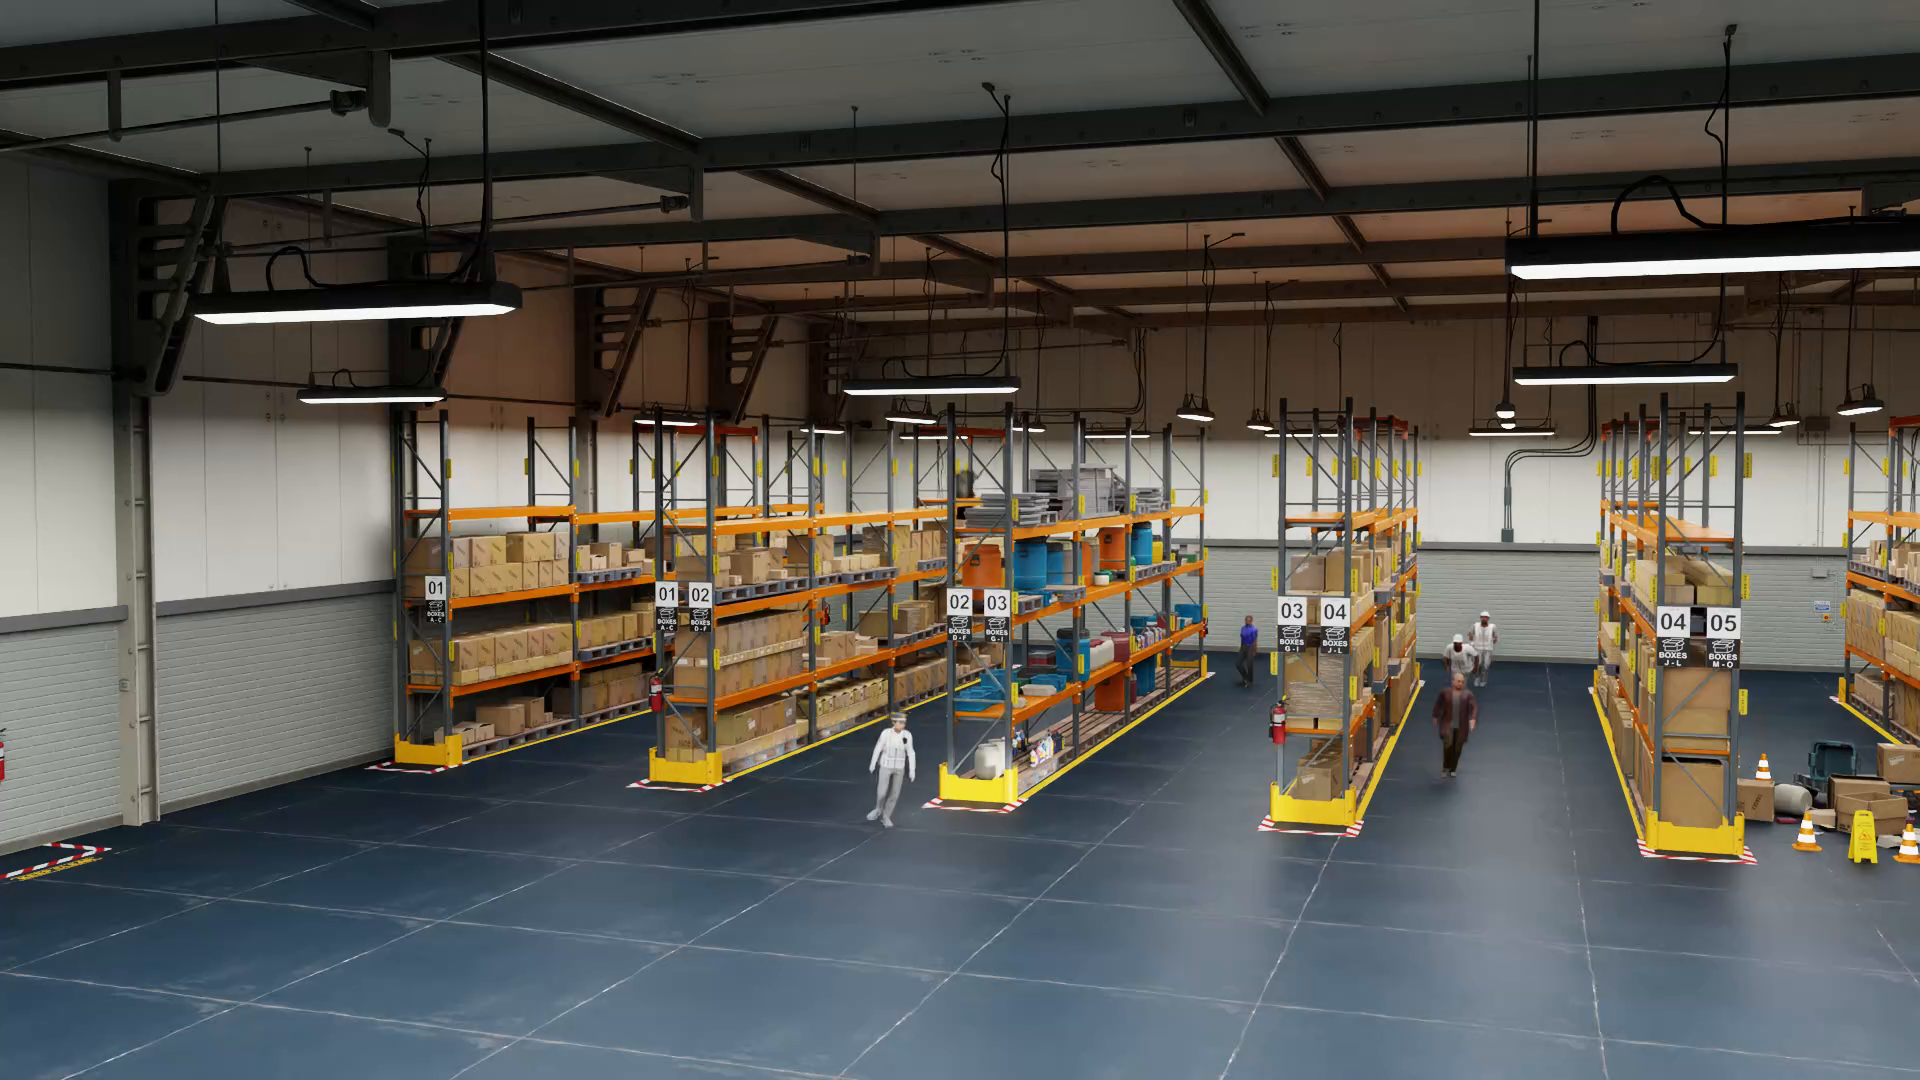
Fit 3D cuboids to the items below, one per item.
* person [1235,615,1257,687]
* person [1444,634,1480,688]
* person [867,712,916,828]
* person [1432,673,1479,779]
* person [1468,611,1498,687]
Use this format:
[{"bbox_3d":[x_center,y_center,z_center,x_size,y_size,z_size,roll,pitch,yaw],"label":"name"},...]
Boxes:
[{"bbox_3d":[6.602,2.551,38.180,0.583,1.683,0.447,2,3,43],"label":"person"},{"bbox_3d":[10.462,2.727,34.655,0.715,1.585,0.975,1,3,27],"label":"person"},{"bbox_3d":[-0.954,3.207,23.224,0.632,1.644,0.549,-1,3,-17],"label":"person"},{"bbox_3d":[7.931,2.980,26.568,0.678,1.724,0.876,0,2,8],"label":"person"},{"bbox_3d":[11.901,2.486,37.785,0.642,1.724,0.635,1,2,12],"label":"person"}]
